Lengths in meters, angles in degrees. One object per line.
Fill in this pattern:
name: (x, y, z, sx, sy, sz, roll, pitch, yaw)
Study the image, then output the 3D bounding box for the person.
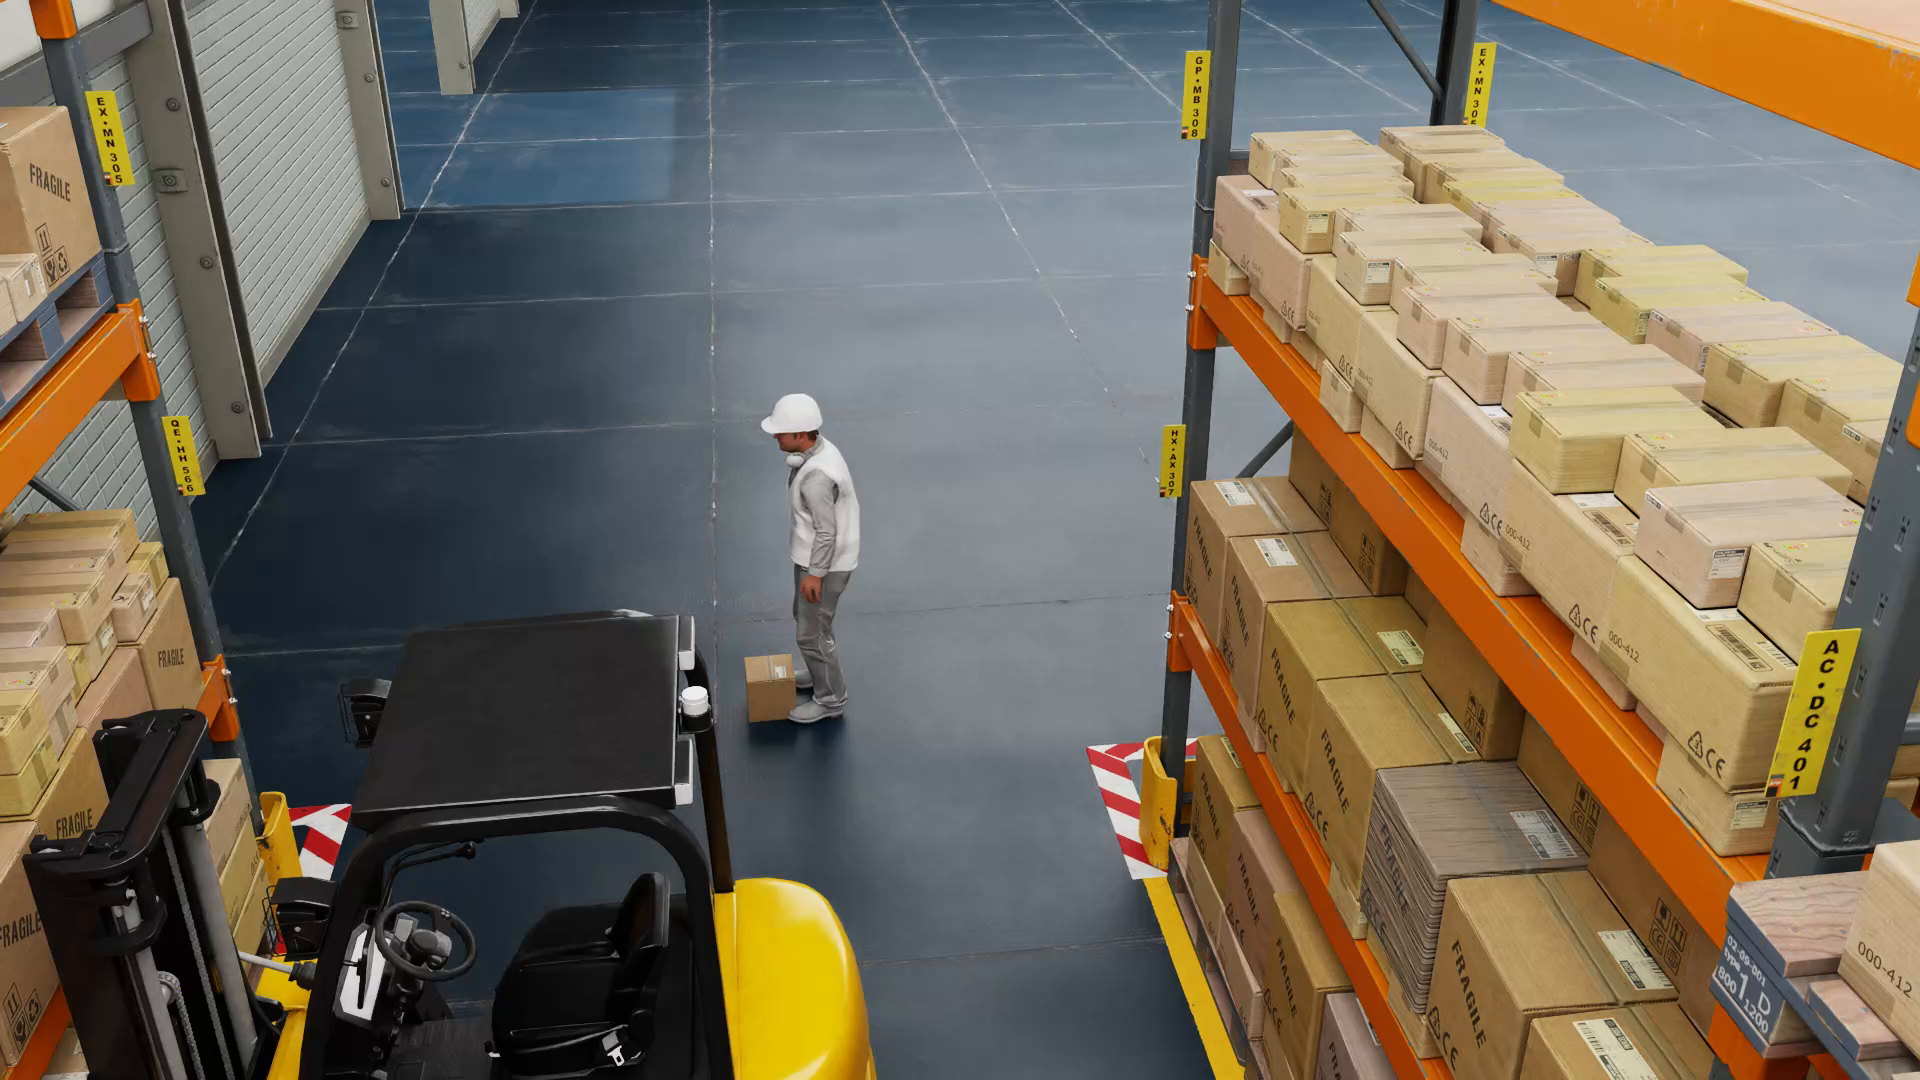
person: (-0.736, 0.078, 8.439, 0.461, 1.767, 0.581, -5, 27, -9)
